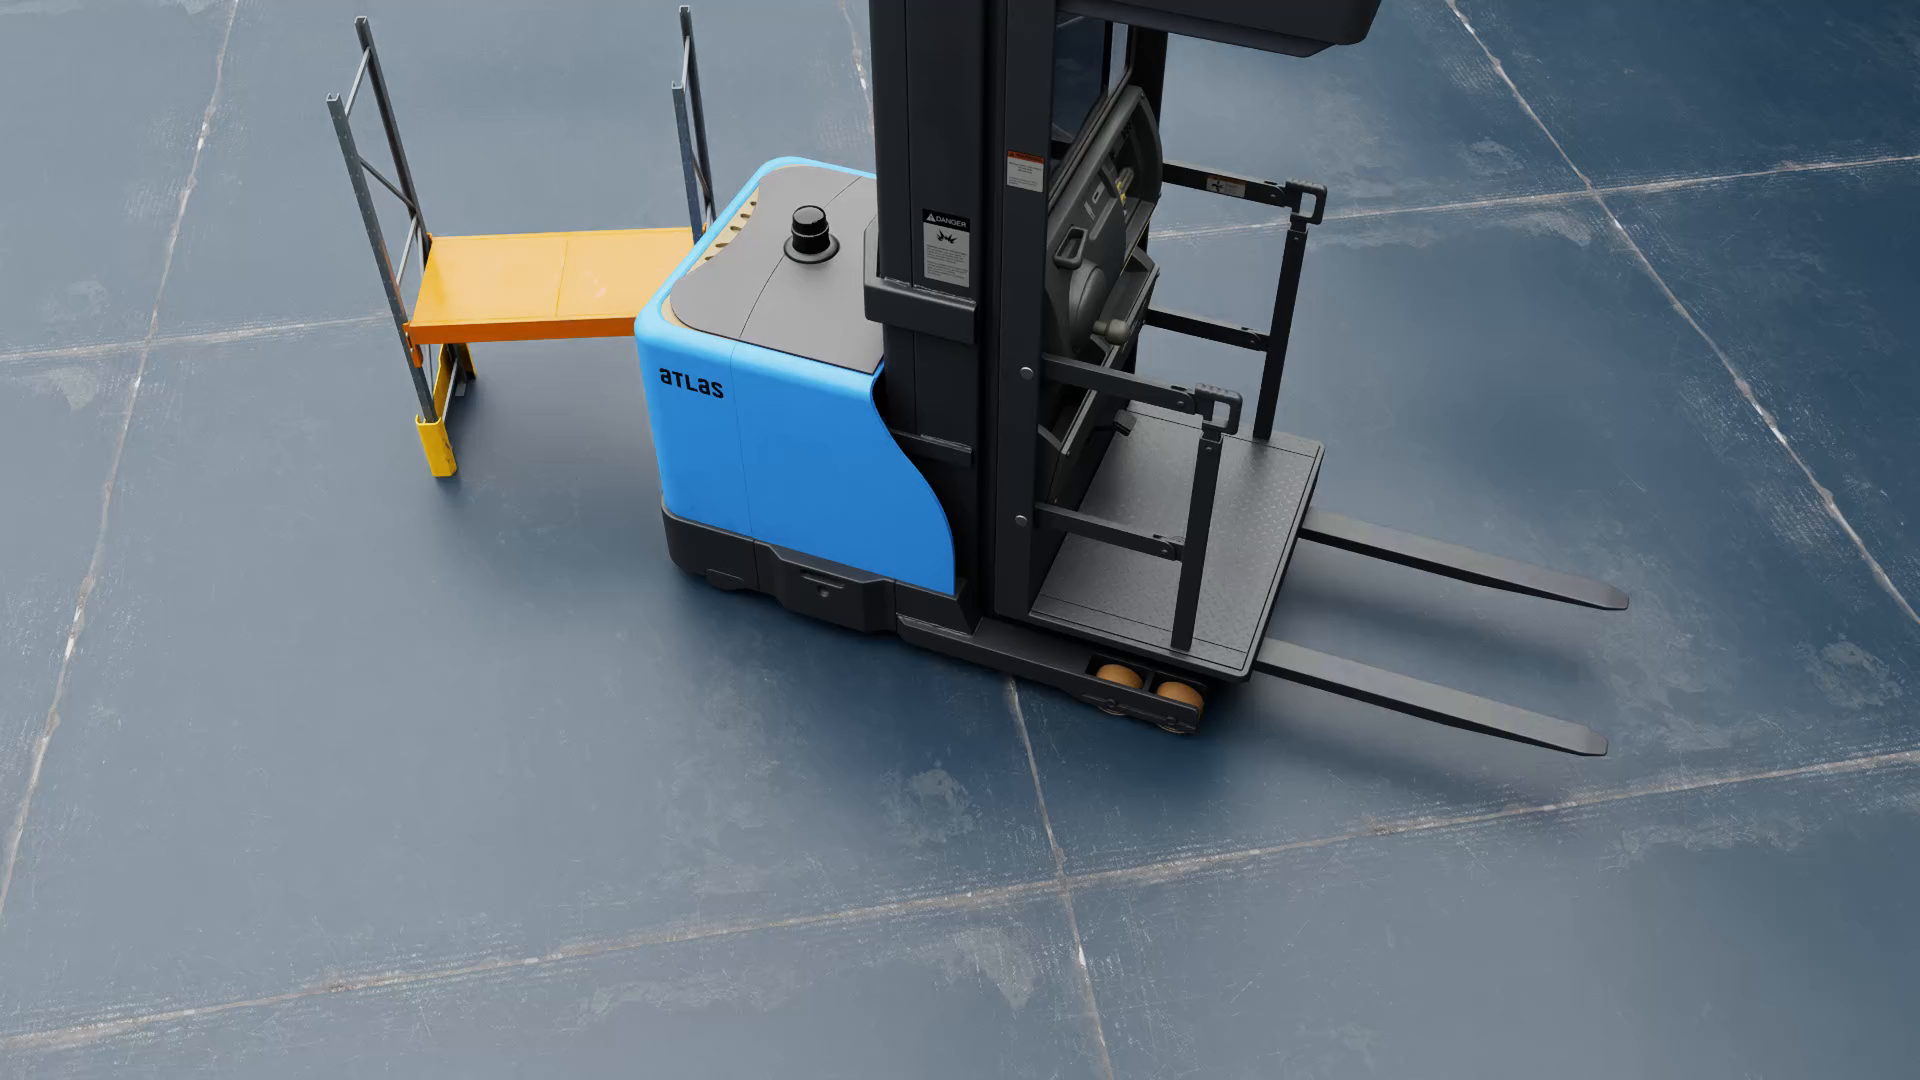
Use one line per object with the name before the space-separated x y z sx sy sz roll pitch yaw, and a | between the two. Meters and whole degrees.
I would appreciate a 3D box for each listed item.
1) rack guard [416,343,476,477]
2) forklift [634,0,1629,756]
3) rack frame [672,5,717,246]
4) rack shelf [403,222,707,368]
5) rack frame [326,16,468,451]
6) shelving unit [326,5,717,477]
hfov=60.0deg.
rack guard | -1.876 -0.525 6.082 0.087 0.250 0.587 -3 46 -3
forklift | 0.588 -0.853 4.537 3.031 2.935 1.130 16 48 14
rack frame | -0.863 -1.008 5.680 0.032 1.500 0.500 -3 46 -3
rack shelf | -1.370 -0.859 5.786 1.000 0.185 0.538 -3 46 -3
rack frame | -1.877 -0.959 5.632 0.032 1.500 0.500 -3 46 -3
shelving unit | -1.379 -0.983 5.656 1.083 1.500 0.587 -3 46 -3
